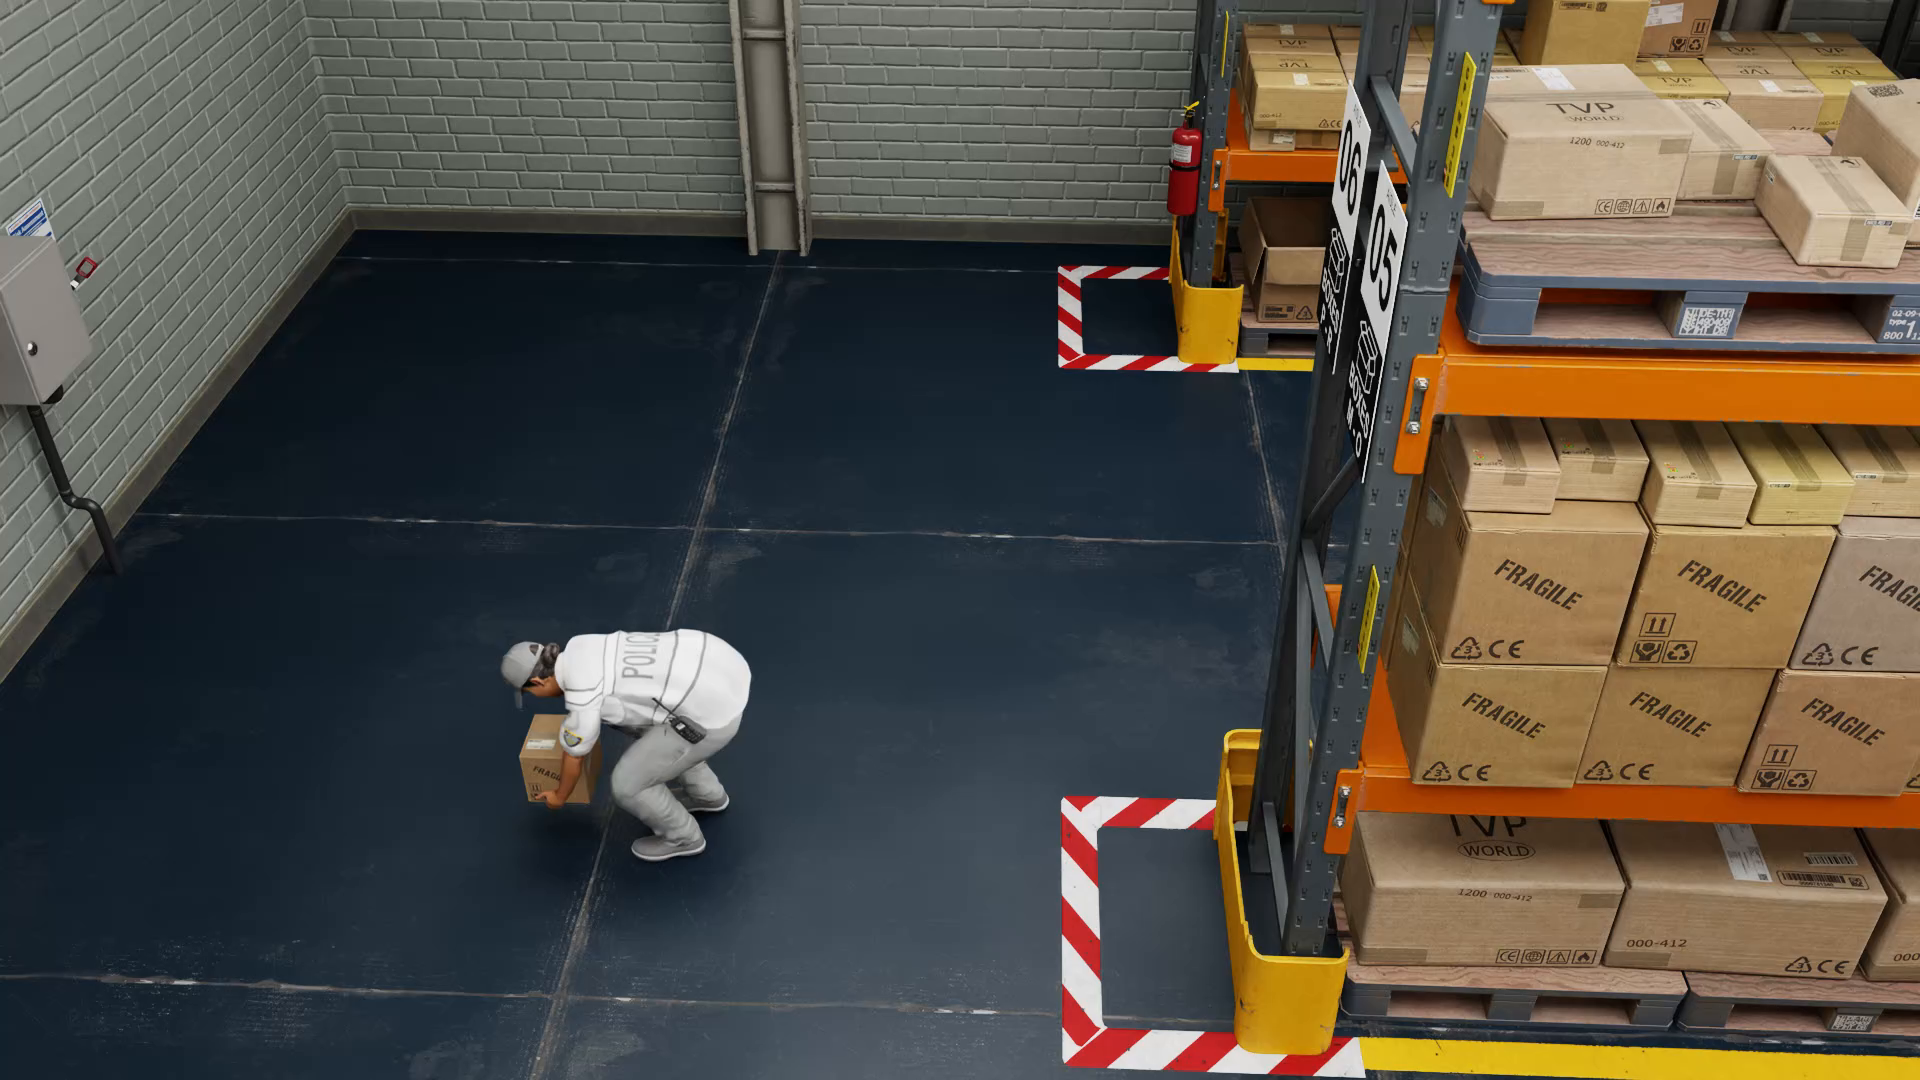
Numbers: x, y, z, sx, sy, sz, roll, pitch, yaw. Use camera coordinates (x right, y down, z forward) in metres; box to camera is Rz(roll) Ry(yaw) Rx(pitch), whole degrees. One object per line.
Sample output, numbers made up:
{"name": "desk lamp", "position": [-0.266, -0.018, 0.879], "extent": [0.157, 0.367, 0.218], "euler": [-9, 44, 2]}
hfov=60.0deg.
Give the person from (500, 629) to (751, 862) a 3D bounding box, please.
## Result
{"name": "person", "position": [-1.284, 0.791, 6.592], "extent": [0.938, 0.998, 0.502], "euler": [0, 36, 0]}
